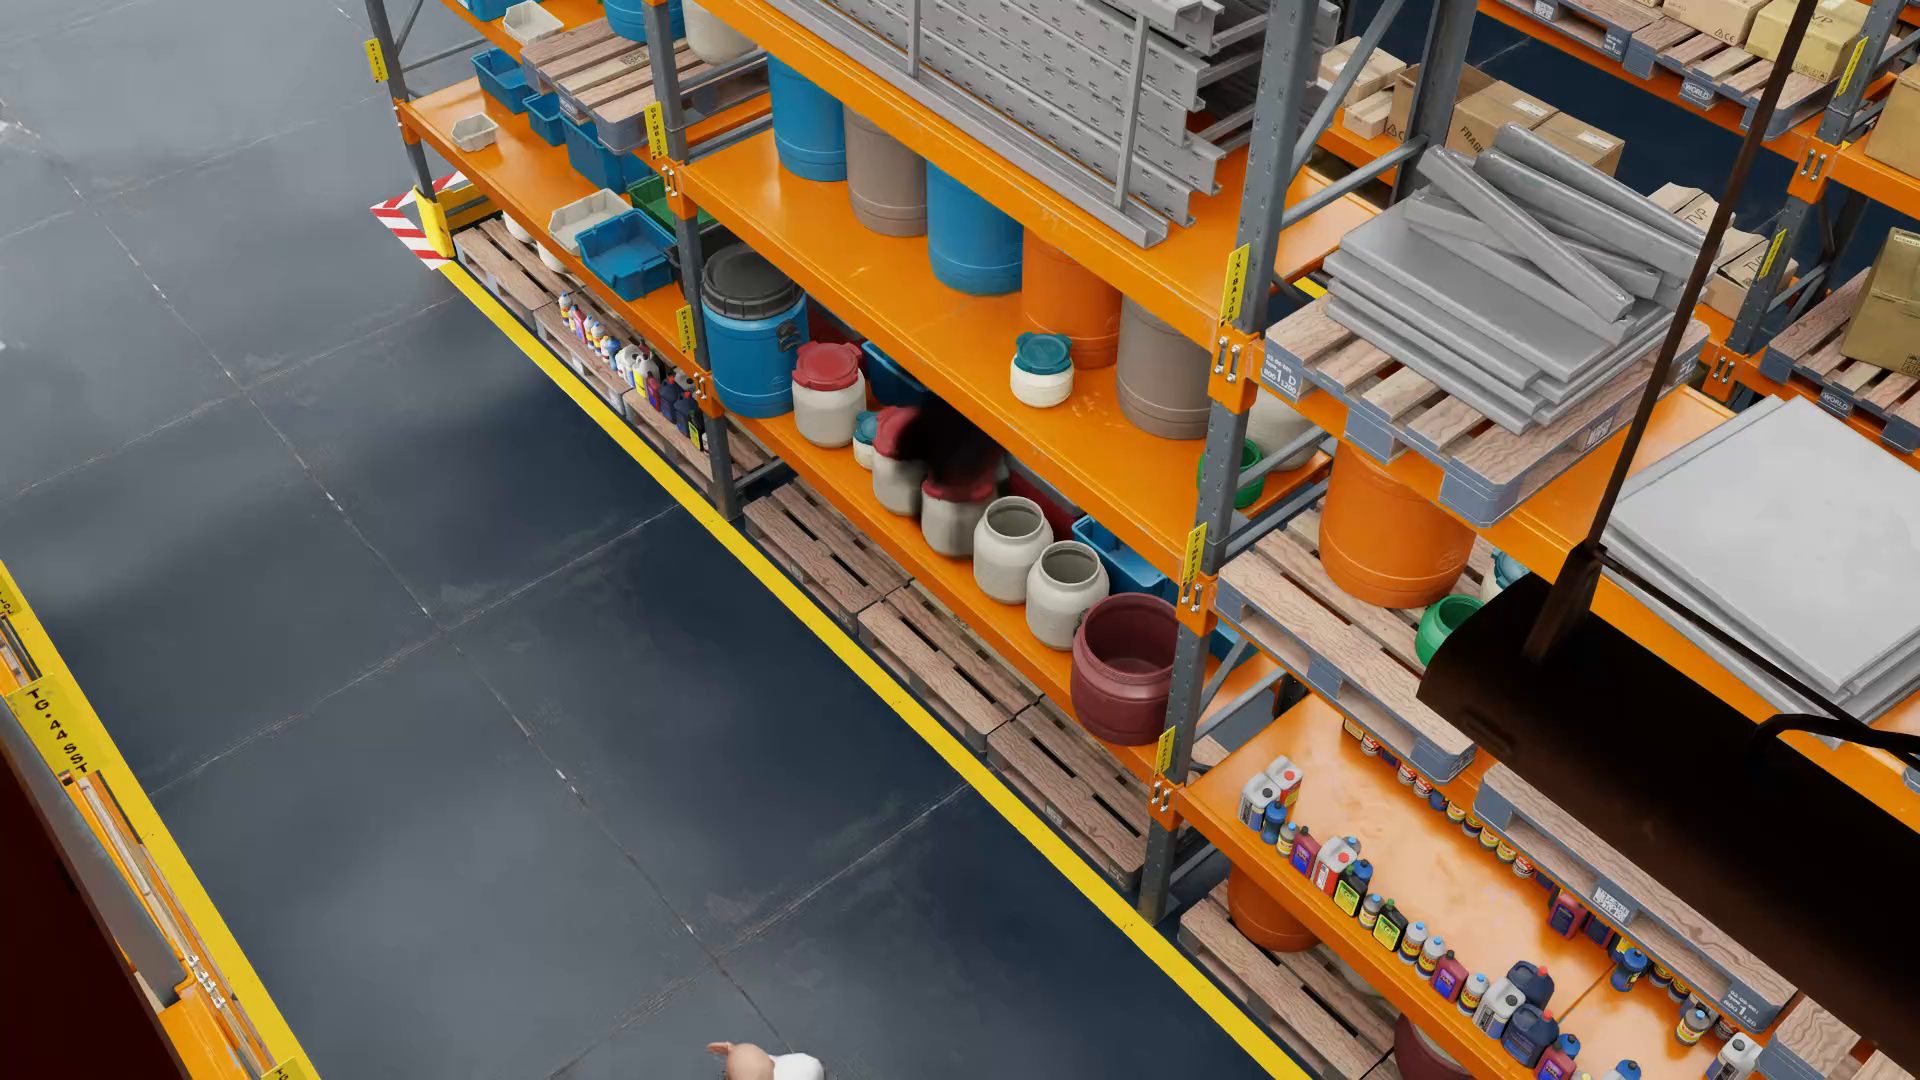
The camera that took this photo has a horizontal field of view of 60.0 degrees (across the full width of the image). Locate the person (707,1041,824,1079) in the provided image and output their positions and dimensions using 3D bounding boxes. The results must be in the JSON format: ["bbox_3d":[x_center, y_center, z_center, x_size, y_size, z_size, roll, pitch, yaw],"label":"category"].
[{"bbox_3d":[-0.879,2.560,6.989,0.732,1.783,1.093,-32,54,-27],"label":"person"}]
